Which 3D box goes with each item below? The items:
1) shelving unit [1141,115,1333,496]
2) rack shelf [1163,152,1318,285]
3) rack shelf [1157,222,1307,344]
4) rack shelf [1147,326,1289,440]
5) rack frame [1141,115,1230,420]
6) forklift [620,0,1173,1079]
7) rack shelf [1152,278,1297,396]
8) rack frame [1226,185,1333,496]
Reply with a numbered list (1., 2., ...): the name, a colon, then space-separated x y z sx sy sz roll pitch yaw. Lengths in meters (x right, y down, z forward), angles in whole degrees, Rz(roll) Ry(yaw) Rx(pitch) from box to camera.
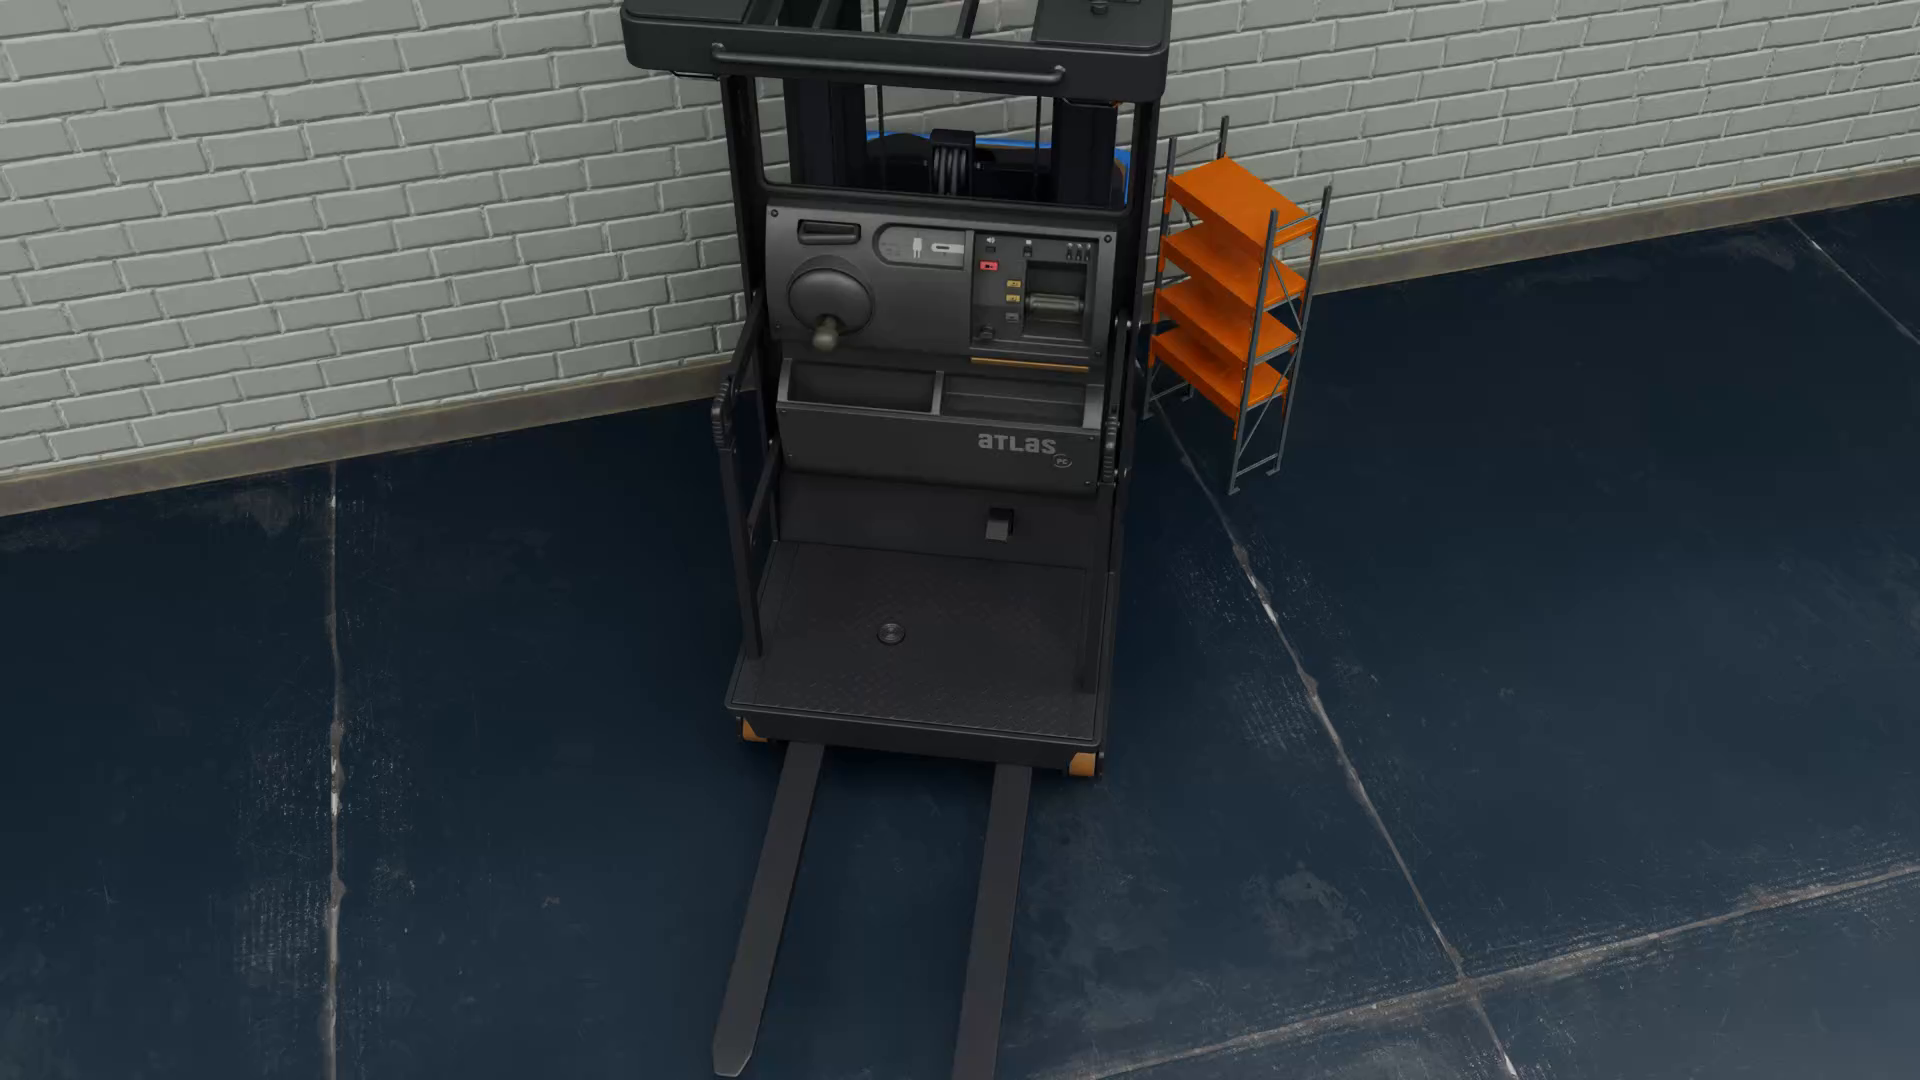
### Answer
1. shelving unit: 0.912 -0.772 5.666 0.258 1.200 0.503 -26 51 -23
2. rack shelf: 0.912 -1.047 5.386 0.258 0.148 0.480 -26 51 -23
3. rack shelf: 0.912 -0.881 5.555 0.258 0.148 0.480 -26 51 -23
4. rack shelf: 0.912 -0.586 5.856 0.258 0.148 0.480 -26 51 -23
5. rack frame: 0.776 -0.916 5.808 0.240 1.200 0.015 -26 51 -23
6. forklift: -0.082 -0.581 4.268 1.130 2.935 3.031 5 46 5
7. rack shelf: 0.912 -0.725 5.714 0.258 0.148 0.480 -26 51 -23
8. rack frame: 1.048 -0.627 5.525 0.240 1.200 0.015 -26 51 -23
